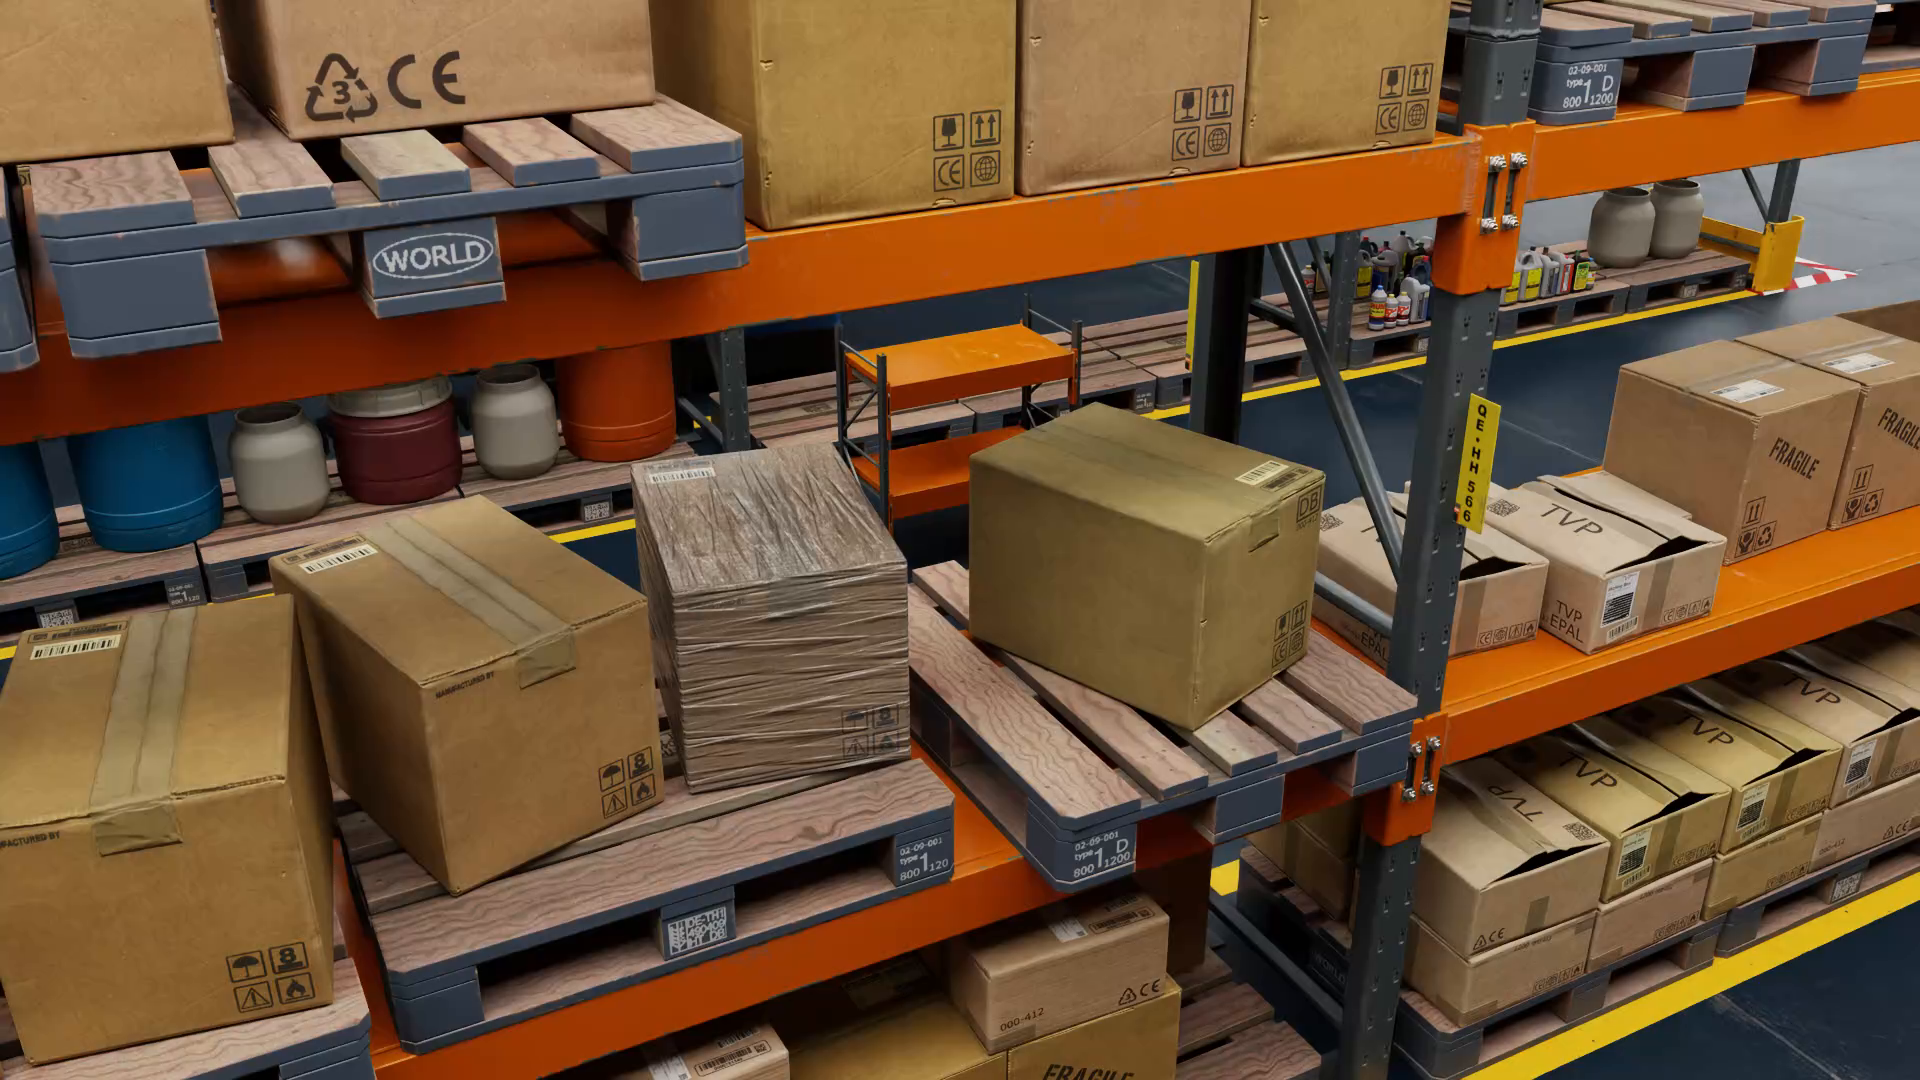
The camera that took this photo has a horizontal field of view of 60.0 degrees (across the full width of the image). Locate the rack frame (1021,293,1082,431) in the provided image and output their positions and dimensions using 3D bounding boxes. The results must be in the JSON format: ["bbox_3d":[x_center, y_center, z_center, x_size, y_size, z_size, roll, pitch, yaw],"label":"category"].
[{"bbox_3d":[0.443,-0.609,8.219,0.032,1.125,0.500,-13,29,-25],"label":"rack frame"}]

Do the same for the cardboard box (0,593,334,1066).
[{"bbox_3d":[-1.482,0.508,3.125,0.500,0.500,0.700,-8,27,-17],"label":"cardboard box"}]

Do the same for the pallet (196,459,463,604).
[{"bbox_3d":[-3.131,-0.109,8.233,1.213,0.211,1.003,-13,29,-25],"label":"pallet"}]

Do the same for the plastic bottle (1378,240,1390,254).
[{"bbox_3d":[2.876,-1.907,11.387,0.133,0.283,0.061,-11,28,-22],"label":"plastic bottle"}]

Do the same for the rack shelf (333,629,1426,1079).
[{"bbox_3d":[-0.817,0.835,3.877,4.000,0.370,1.077,-13,29,-25],"label":"rack shelf"}]

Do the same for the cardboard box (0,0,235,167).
[{"bbox_3d":[-1.524,-0.933,2.546,0.600,0.600,0.600,-13,29,-26],"label":"cardboard box"}]

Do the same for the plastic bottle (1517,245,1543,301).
[{"bbox_3d":[3.763,-1.777,11.038,0.185,0.351,0.144,-12,28,-23],"label":"plastic bottle"}]

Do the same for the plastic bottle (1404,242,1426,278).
[{"bbox_3d":[3.107,-1.890,11.351,0.133,0.283,0.061,-13,29,-25],"label":"plastic bottle"}]

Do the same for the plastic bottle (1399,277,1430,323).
[{"bbox_3d":[2.909,-1.548,10.648,0.135,0.276,0.152,-12,28,-23],"label":"plastic bottle"}]

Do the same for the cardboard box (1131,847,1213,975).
[{"bbox_3d":[0.412,1.015,5.049,0.500,0.500,0.500,-12,28,-23],"label":"cardboard box"}]

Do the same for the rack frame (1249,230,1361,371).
[{"bbox_3d":[2.150,-2.604,10.208,0.127,3.000,1.000,-13,29,-25],"label":"rack frame"}]

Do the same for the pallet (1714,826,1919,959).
[{"bbox_3d":[2.768,0.961,6.005,1.213,0.211,1.003,-13,29,-25],"label":"pallet"}]

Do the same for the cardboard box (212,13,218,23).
[{"bbox_3d":[-5.172,-3.519,11.999,0.500,0.500,0.500,-14,29,-26],"label":"cardboard box"}]

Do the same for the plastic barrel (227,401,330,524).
[{"bbox_3d":[-3.256,-0.372,7.948,0.421,0.512,0.421,0,26,0],"label":"plastic barrel"}]

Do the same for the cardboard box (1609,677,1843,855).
[{"bbox_3d":[2.459,0.693,5.385,0.500,0.311,0.500,-14,29,-26],"label":"cardboard box"}]

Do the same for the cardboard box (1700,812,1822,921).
[{"bbox_3d":[2.447,0.948,5.501,0.500,0.250,0.500,-14,29,-26],"label":"cardboard box"}]

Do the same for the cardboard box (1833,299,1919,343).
[{"bbox_3d":[3.327,-0.499,5.708,0.500,0.500,0.500,-11,28,-21],"label":"cardboard box"}]

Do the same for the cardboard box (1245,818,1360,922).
[{"bbox_3d":[1.297,0.953,5.491,0.500,0.250,0.500,-12,28,-24],"label":"cardboard box"}]

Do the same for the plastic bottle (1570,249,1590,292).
[{"bbox_3d":[4.170,-1.820,11.205,0.133,0.283,0.061,-12,28,-24],"label":"plastic bottle"}]

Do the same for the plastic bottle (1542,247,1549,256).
[{"bbox_3d":[3.979,-1.851,11.269,0.133,0.283,0.061,-13,29,-25],"label":"plastic bottle"}]

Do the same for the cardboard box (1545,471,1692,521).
[{"bbox_3d":[2.046,-0.065,5.209,0.250,0.149,0.380,-11,28,-21],"label":"cardboard box"}]

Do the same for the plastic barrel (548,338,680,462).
[{"bbox_3d":[-1.804,-0.894,8.669,0.708,0.830,0.600,-13,29,-25],"label":"plastic barrel"}]

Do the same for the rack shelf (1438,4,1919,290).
[{"bbox_3d":[2.712,-1.332,4.924,4.000,0.370,1.077,-13,29,-25],"label":"rack shelf"}]

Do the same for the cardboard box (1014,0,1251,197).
[{"bbox_3d":[0.129,-1.088,3.470,0.500,0.500,0.910,-13,29,-25],"label":"cardboard box"}]

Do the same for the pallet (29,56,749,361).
[{"bbox_3d":[-1.060,-0.668,2.927,1.003,0.211,1.213,-13,29,-25],"label":"pallet"}]

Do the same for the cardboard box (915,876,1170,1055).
[{"bbox_3d":[0.185,0.987,4.242,0.500,0.250,0.500,-12,28,-23],"label":"cardboard box"}]

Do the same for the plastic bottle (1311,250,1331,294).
[{"bbox_3d":[2.419,-1.802,11.167,0.133,0.283,0.061,-11,28,-23],"label":"plastic bottle"}]

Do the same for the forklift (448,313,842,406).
[{"bbox_3d":[-2.308,-2.378,9.817,3.031,2.935,1.130,-8,27,-16],"label":"forklift"}]

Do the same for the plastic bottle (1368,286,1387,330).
[{"bbox_3d":[2.637,-1.470,10.490,0.097,0.271,0.097,0,26,0],"label":"plastic bottle"}]

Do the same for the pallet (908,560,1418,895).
[{"bbox_3d":[0.383,0.355,4.267,1.003,0.211,1.213,-13,29,-25],"label":"pallet"}]

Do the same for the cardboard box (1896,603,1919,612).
[{"bbox_3d":[3.551,0.175,6.464,0.500,0.311,0.500,-13,29,-26],"label":"cardboard box"}]

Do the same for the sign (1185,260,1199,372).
[{"bbox_3d":[0.684,-0.630,4.759,0.005,0.325,0.100,-13,29,-25],"label":"sign"}]

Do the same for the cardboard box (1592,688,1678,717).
[{"bbox_3d":[2.196,0.490,5.808,0.500,0.311,0.500,-13,29,-25],"label":"cardboard box"}]

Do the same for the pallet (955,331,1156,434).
[{"bbox_3d":[0.397,-0.922,9.926,1.213,0.211,1.003,-13,29,-25],"label":"pallet"}]

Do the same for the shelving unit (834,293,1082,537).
[{"bbox_3d":[-0.006,-0.506,8.004,1.048,1.125,0.538,-13,29,-25],"label":"shelving unit"}]

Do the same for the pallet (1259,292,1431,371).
[{"bbox_3d":[2.762,-1.468,11.063,1.213,0.211,1.003,-13,29,-25],"label":"pallet"}]

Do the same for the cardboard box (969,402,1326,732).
[{"bbox_3d":[0.445,0.040,4.100,0.700,0.500,0.500,22,33,38],"label":"cardboard box"}]

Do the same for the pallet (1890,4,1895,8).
[{"bbox_3d":[3.705,-1.793,5.274,1.217,0.209,0.805,-14,29,-27],"label":"pallet"}]

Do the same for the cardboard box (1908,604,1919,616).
[{"bbox_3d":[3.799,0.386,6.023,0.500,0.311,0.500,-12,28,-24],"label":"cardboard box"}]

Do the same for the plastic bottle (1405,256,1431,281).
[{"bbox_3d":[2.989,-1.669,10.813,0.185,0.351,0.144,-13,29,-25],"label":"plastic bottle"}]
